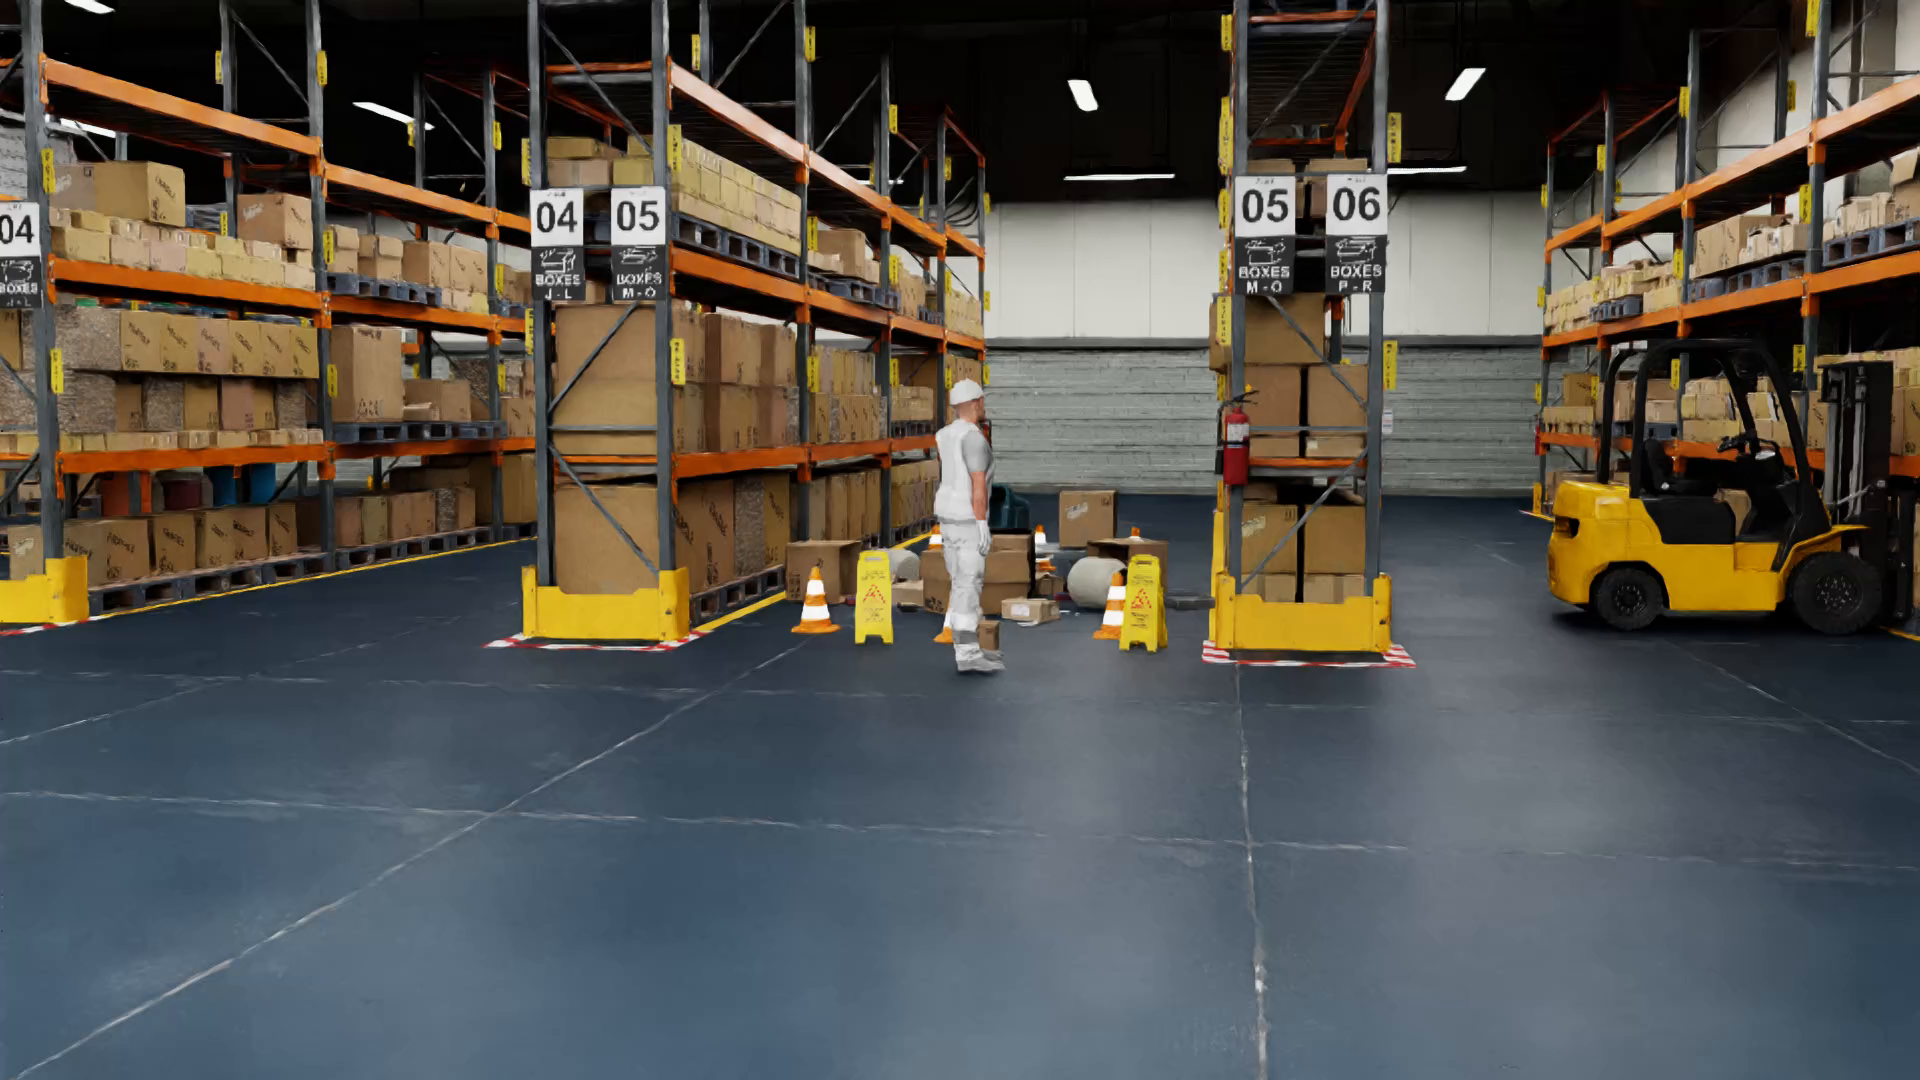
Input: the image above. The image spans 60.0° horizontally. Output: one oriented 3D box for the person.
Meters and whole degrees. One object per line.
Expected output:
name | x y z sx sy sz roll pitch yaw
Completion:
person | 0.106 -0.099 10.330 0.465 1.798 0.607 -2 5 -25
